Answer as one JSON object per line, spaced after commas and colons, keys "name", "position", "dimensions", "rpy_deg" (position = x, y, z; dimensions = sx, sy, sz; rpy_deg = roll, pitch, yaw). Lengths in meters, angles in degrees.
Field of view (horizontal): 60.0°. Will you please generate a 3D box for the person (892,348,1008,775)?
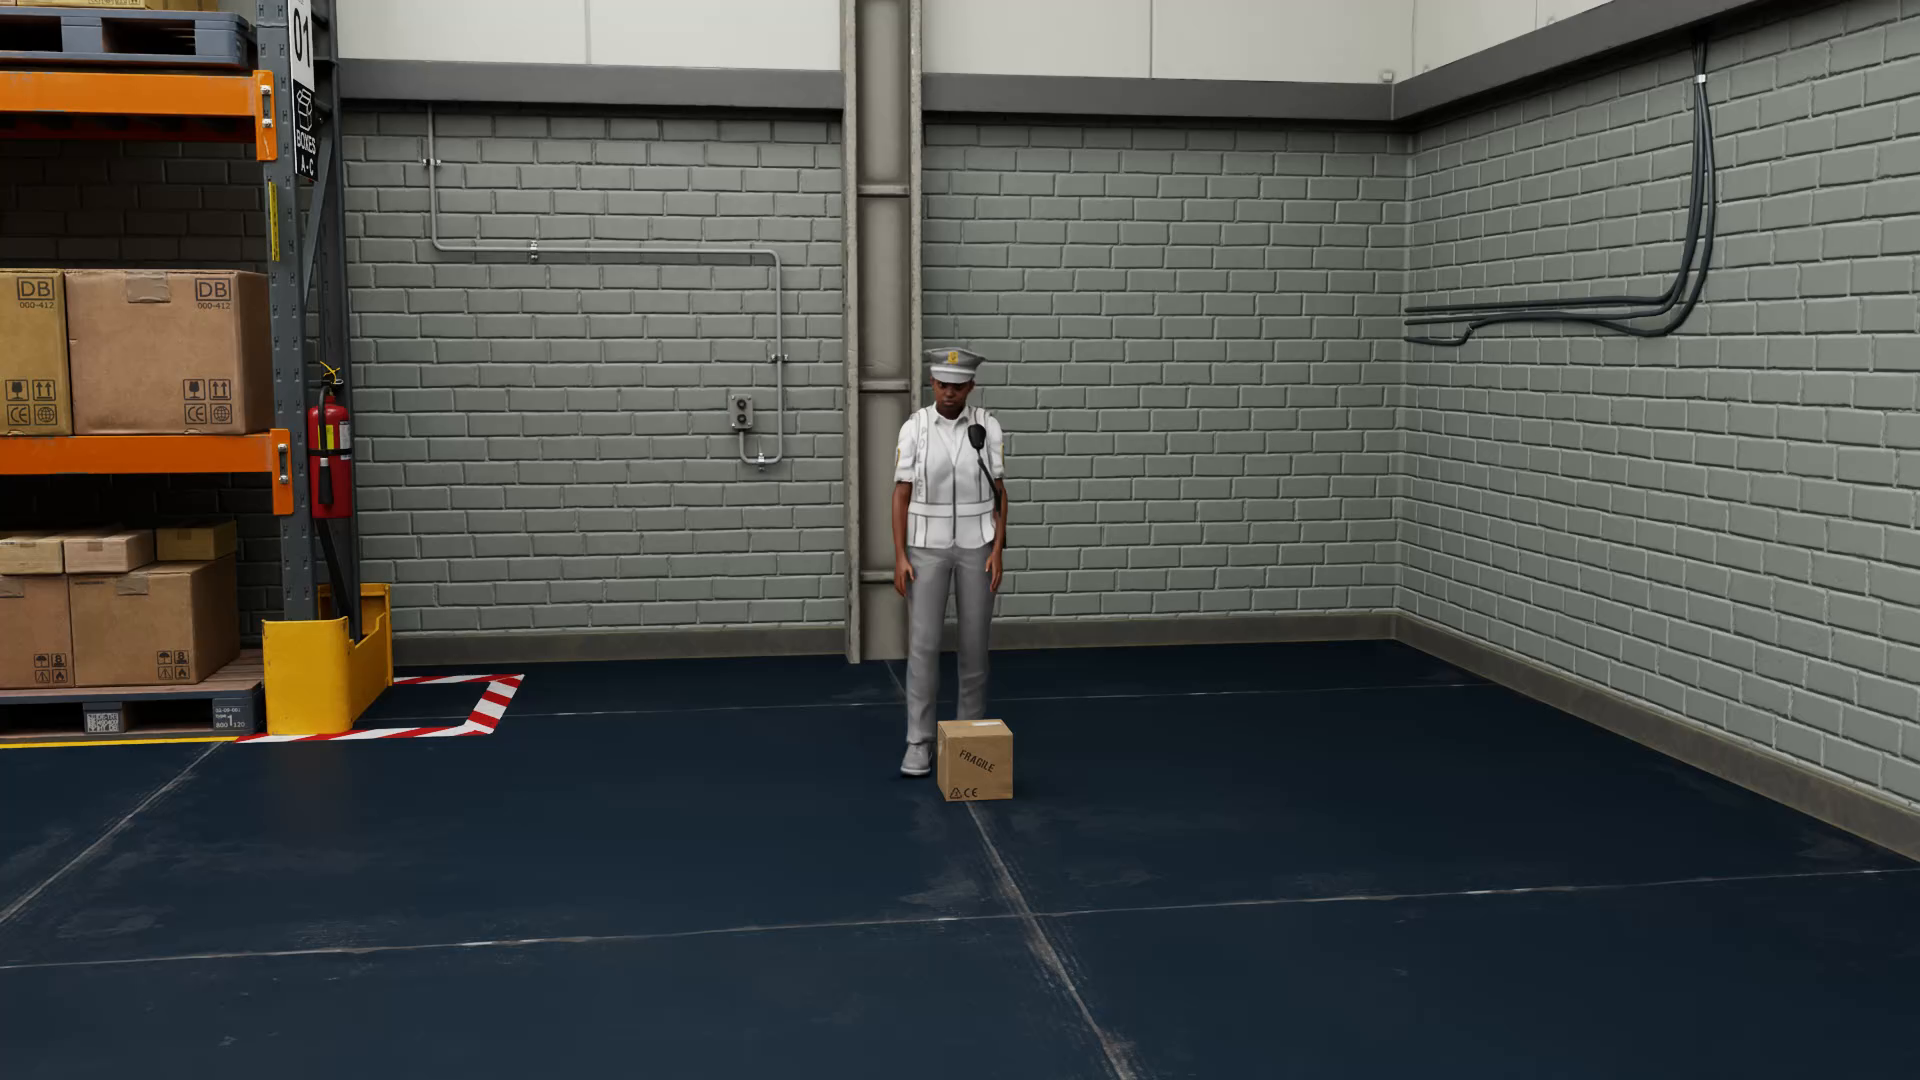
{"name": "person", "position": [-0.039, 0.071, 6.645], "dimensions": [0.463, 1.668, 0.505], "rpy_deg": [0, 7, -3]}
